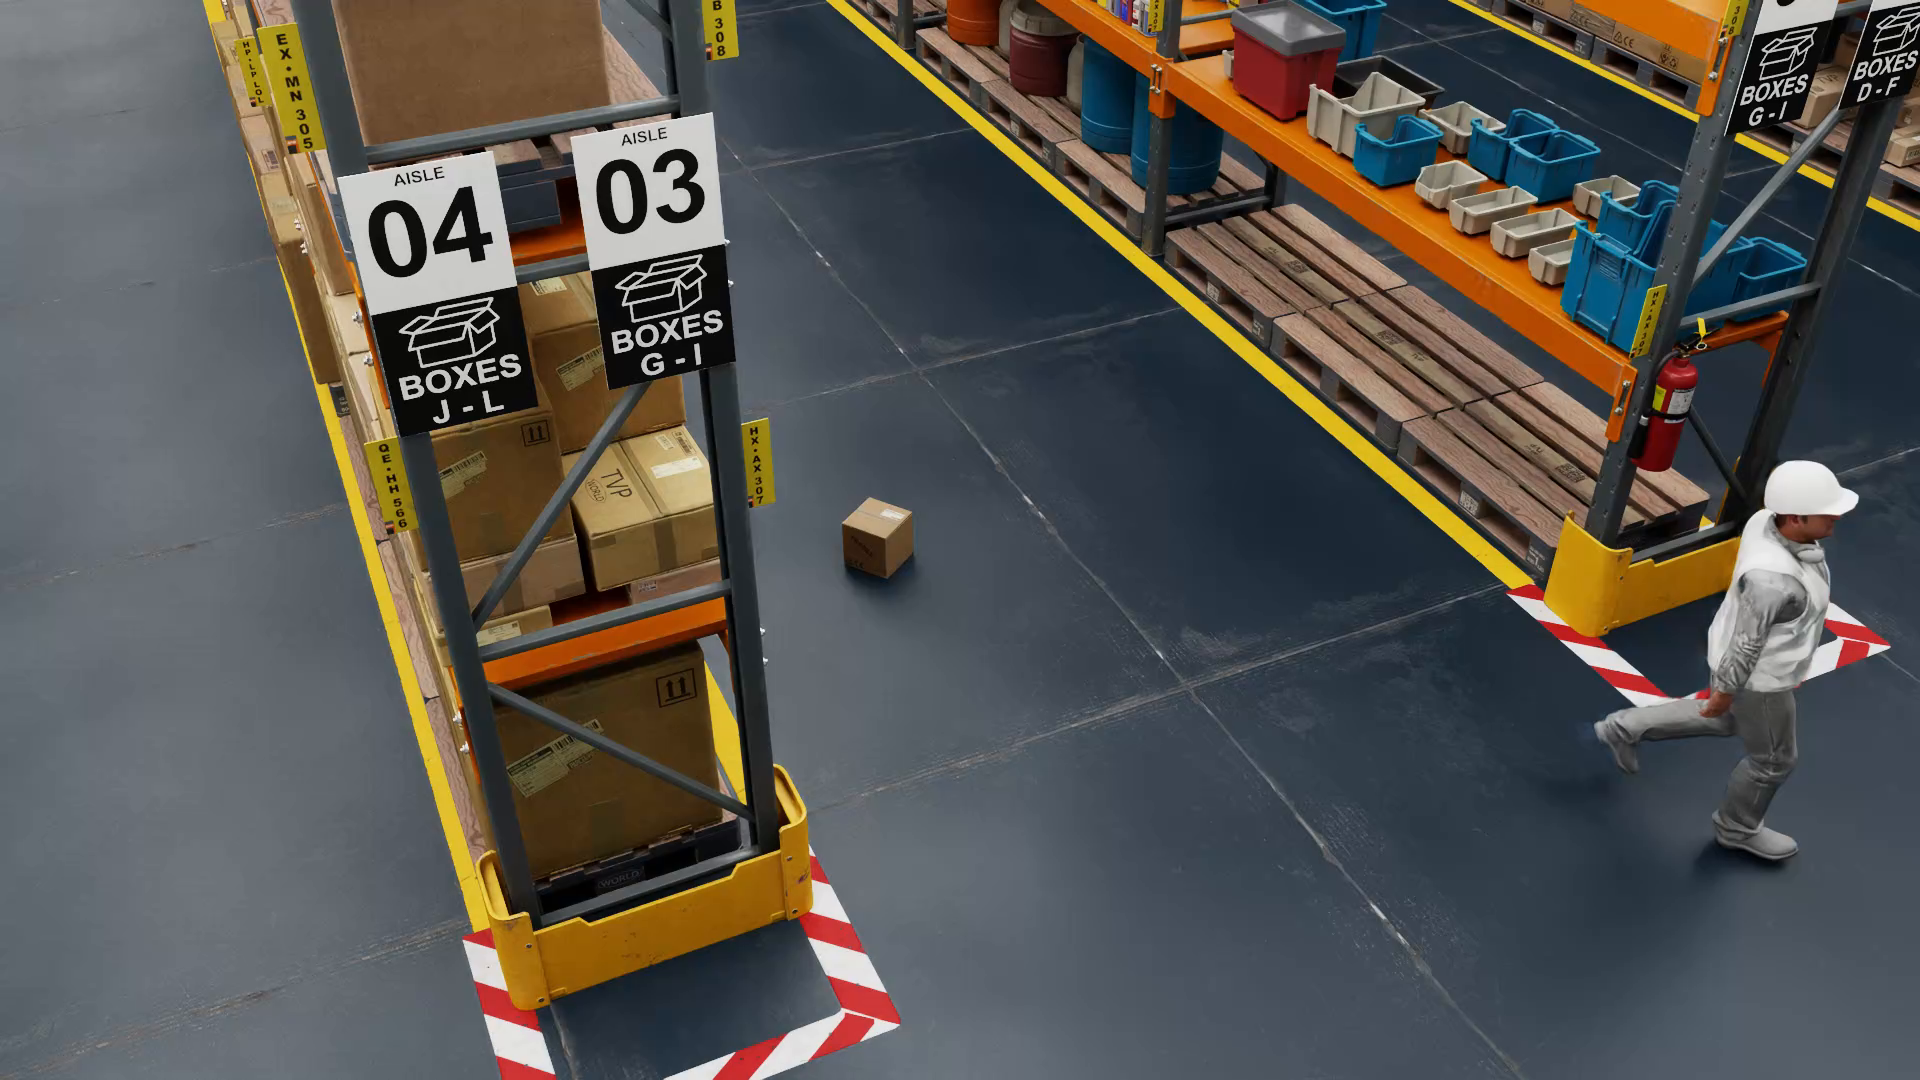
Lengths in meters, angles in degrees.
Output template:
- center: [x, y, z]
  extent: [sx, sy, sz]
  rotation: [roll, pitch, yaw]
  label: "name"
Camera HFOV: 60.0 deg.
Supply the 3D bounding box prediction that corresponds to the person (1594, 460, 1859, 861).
- center: [2.947, 0.432, 6.245]
  extent: [0.840, 1.747, 0.529]
  rotation: [14, 39, 17]
  label: "person"
